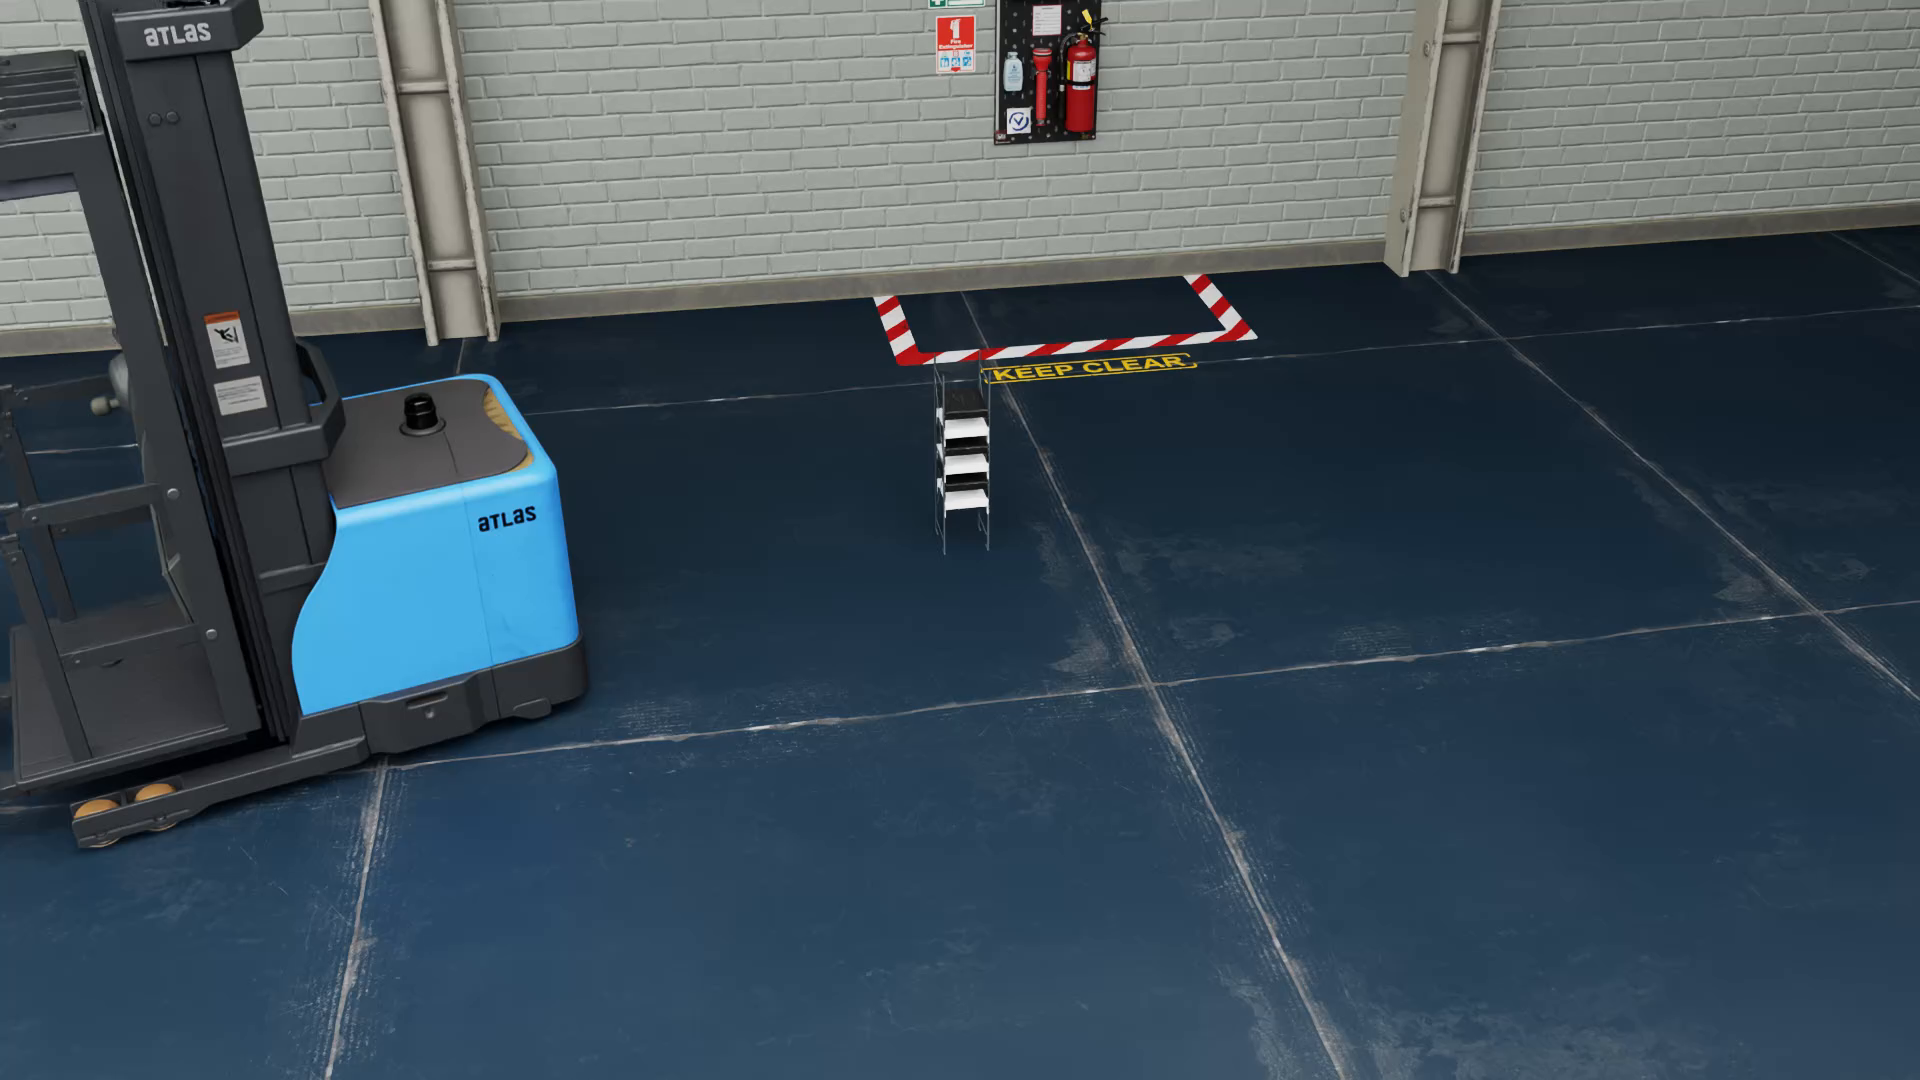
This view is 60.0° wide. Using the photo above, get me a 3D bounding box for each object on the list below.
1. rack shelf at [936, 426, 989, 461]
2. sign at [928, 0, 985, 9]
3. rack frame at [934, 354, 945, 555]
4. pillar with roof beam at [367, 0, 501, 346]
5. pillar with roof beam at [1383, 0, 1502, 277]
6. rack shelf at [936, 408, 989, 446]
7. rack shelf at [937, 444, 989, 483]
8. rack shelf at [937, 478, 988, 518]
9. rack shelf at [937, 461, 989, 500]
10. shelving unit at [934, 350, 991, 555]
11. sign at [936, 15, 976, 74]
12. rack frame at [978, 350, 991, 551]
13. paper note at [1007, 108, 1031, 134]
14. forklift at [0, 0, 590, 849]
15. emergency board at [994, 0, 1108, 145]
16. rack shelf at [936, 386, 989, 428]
[{"bbox_3d":[0.008,-0.437,7.494,0.200,0.077,0.258,-5,31,-9],"label":"rack shelf"},{"bbox_3d":[-0.019,-3.099,9.504,0.331,0.109,0.001,-5,31,-9],"label":"sign"},{"bbox_3d":[-0.092,-0.379,7.507,0.006,0.900,0.240,-5,31,-9],"label":"rack frame"},{"bbox_3d":[-2.151,-2.957,3.901,0.400,9.000,9.100,-5,31,-9],"label":"pillar with roof beam"},{"bbox_3d":[3.751,-3.505,4.833,0.400,9.000,9.100,-5,31,-9],"label":"pillar with roof beam"},{"bbox_3d":[0.008,-0.515,7.449,0.200,0.077,0.258,-5,31,-9],"label":"rack shelf"},{"bbox_3d":[0.008,-0.360,7.540,0.200,0.077,0.258,-5,31,-9],"label":"rack shelf"},{"bbox_3d":[0.008,-0.205,7.631,0.200,0.077,0.258,-5,31,-9],"label":"rack shelf"},{"bbox_3d":[0.008,-0.282,7.586,0.200,0.077,0.258,-5,31,-9],"label":"rack shelf"},{"bbox_3d":[0.008,-0.389,7.523,0.210,0.900,0.258,-5,31,-9],"label":"shelving unit"},{"bbox_3d":[-0.025,-2.875,9.645,0.234,0.329,0.001,-5,31,-9],"label":"sign"},{"bbox_3d":[0.108,-0.398,7.539,0.006,0.900,0.240,-5,31,-9],"label":"rack frame"},{"bbox_3d":[0.351,-2.497,9.907,0.142,0.148,0.016,-5,31,-9],"label":"paper note"},{"bbox_3d":[-3.026,-0.481,5.676,3.031,2.935,1.130,-15,33,-23],"label":"forklift"},{"bbox_3d":[0.538,-2.859,9.652,0.643,1.169,0.194,-5,31,-9],"label":"emergency board"},{"bbox_3d":[0.008,-0.593,7.403,0.200,0.077,0.258,-5,31,-9],"label":"rack shelf"}]
